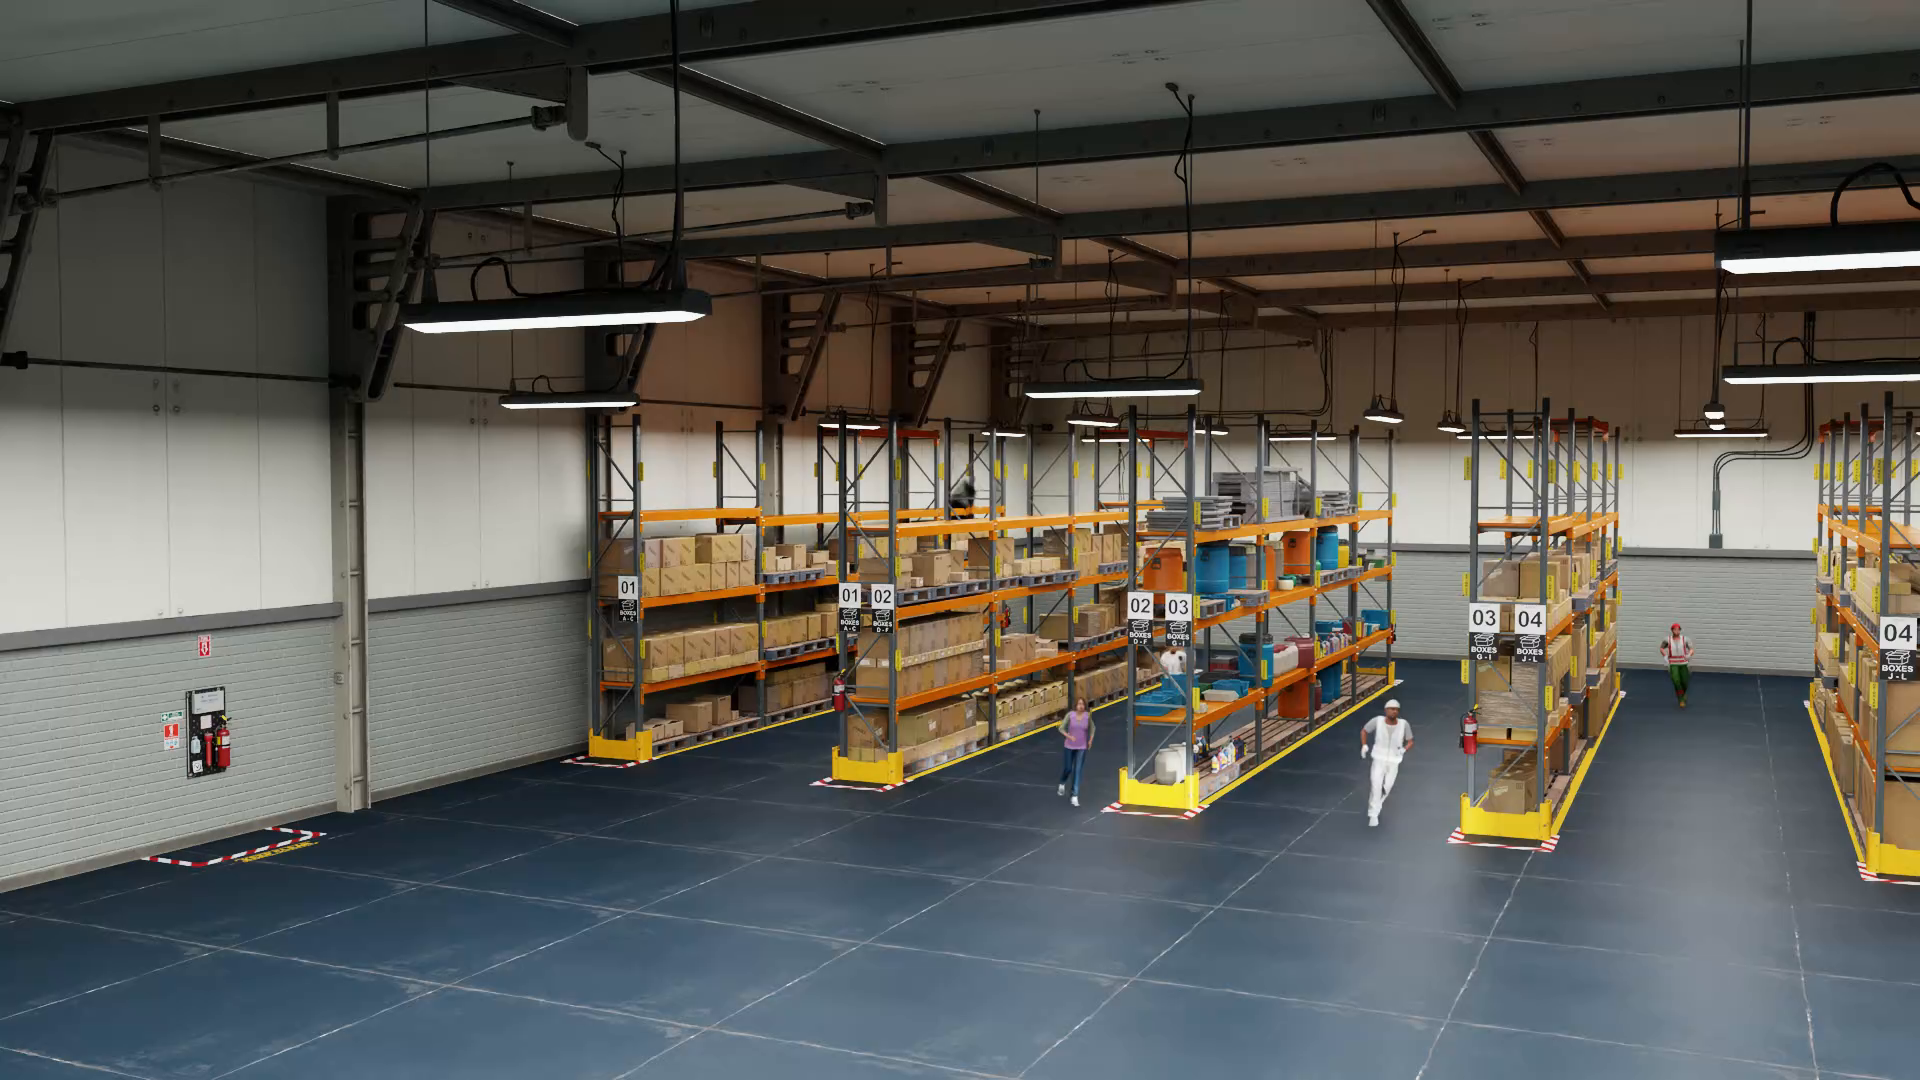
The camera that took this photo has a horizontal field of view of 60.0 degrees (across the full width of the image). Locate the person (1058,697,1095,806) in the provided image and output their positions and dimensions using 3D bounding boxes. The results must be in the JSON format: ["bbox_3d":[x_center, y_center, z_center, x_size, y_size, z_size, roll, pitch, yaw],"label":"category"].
[{"bbox_3d":[1.777,3.173,25.210,0.572,1.605,0.761,0,2,-3],"label":"person"}]

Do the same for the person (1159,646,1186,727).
[{"bbox_3d":[4.227,2.820,32.970,0.550,1.715,0.821,1,2,15],"label":"person"}]

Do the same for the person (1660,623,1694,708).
[{"bbox_3d":[15.330,2.663,35.559,0.670,1.776,0.847,1,2,18],"label":"person"}]

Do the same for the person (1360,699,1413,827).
[{"bbox_3d":[6.105,3.150,23.781,0.729,1.762,0.909,0,2,8],"label":"person"}]
